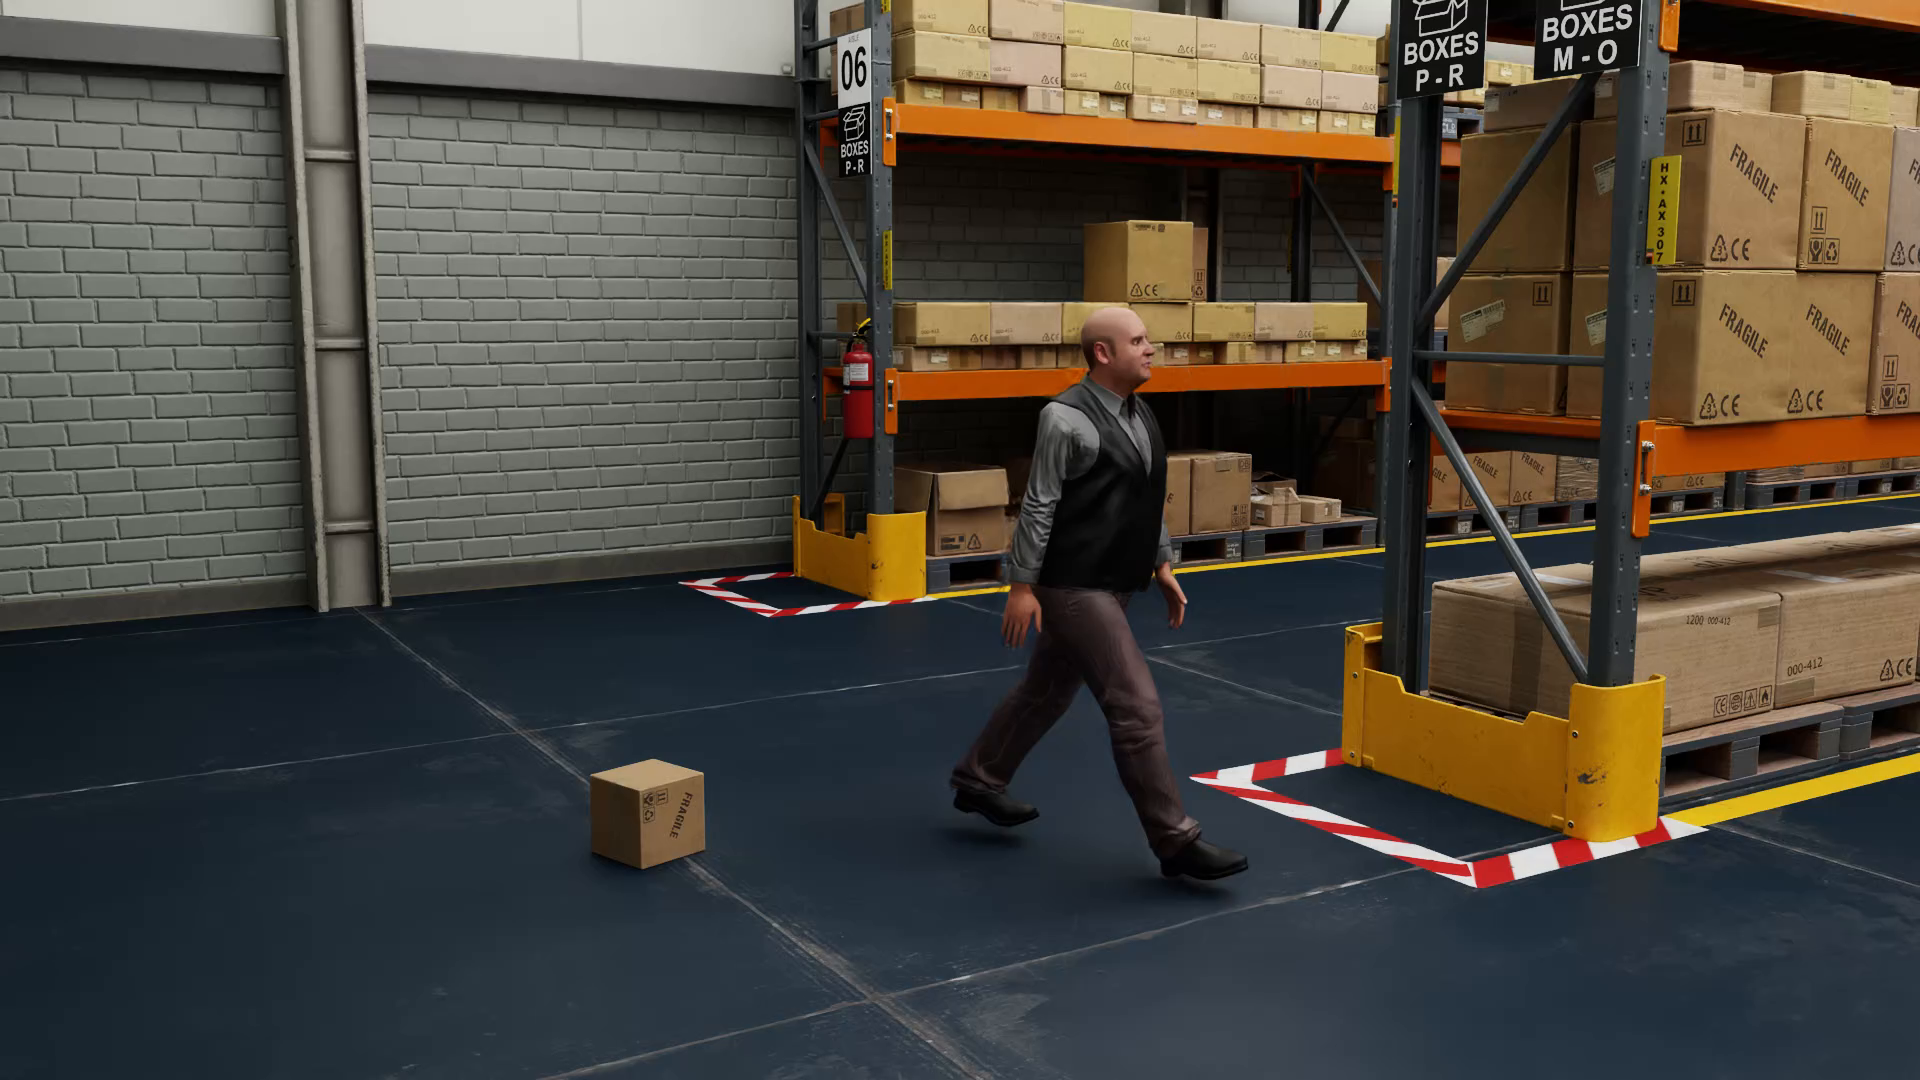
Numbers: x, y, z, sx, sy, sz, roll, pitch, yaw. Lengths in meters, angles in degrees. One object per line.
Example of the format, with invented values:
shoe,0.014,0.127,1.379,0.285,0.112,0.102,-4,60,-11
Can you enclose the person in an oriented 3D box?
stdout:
person,0.425,0.136,5.023,1.064,1.667,0.559,5,9,29
